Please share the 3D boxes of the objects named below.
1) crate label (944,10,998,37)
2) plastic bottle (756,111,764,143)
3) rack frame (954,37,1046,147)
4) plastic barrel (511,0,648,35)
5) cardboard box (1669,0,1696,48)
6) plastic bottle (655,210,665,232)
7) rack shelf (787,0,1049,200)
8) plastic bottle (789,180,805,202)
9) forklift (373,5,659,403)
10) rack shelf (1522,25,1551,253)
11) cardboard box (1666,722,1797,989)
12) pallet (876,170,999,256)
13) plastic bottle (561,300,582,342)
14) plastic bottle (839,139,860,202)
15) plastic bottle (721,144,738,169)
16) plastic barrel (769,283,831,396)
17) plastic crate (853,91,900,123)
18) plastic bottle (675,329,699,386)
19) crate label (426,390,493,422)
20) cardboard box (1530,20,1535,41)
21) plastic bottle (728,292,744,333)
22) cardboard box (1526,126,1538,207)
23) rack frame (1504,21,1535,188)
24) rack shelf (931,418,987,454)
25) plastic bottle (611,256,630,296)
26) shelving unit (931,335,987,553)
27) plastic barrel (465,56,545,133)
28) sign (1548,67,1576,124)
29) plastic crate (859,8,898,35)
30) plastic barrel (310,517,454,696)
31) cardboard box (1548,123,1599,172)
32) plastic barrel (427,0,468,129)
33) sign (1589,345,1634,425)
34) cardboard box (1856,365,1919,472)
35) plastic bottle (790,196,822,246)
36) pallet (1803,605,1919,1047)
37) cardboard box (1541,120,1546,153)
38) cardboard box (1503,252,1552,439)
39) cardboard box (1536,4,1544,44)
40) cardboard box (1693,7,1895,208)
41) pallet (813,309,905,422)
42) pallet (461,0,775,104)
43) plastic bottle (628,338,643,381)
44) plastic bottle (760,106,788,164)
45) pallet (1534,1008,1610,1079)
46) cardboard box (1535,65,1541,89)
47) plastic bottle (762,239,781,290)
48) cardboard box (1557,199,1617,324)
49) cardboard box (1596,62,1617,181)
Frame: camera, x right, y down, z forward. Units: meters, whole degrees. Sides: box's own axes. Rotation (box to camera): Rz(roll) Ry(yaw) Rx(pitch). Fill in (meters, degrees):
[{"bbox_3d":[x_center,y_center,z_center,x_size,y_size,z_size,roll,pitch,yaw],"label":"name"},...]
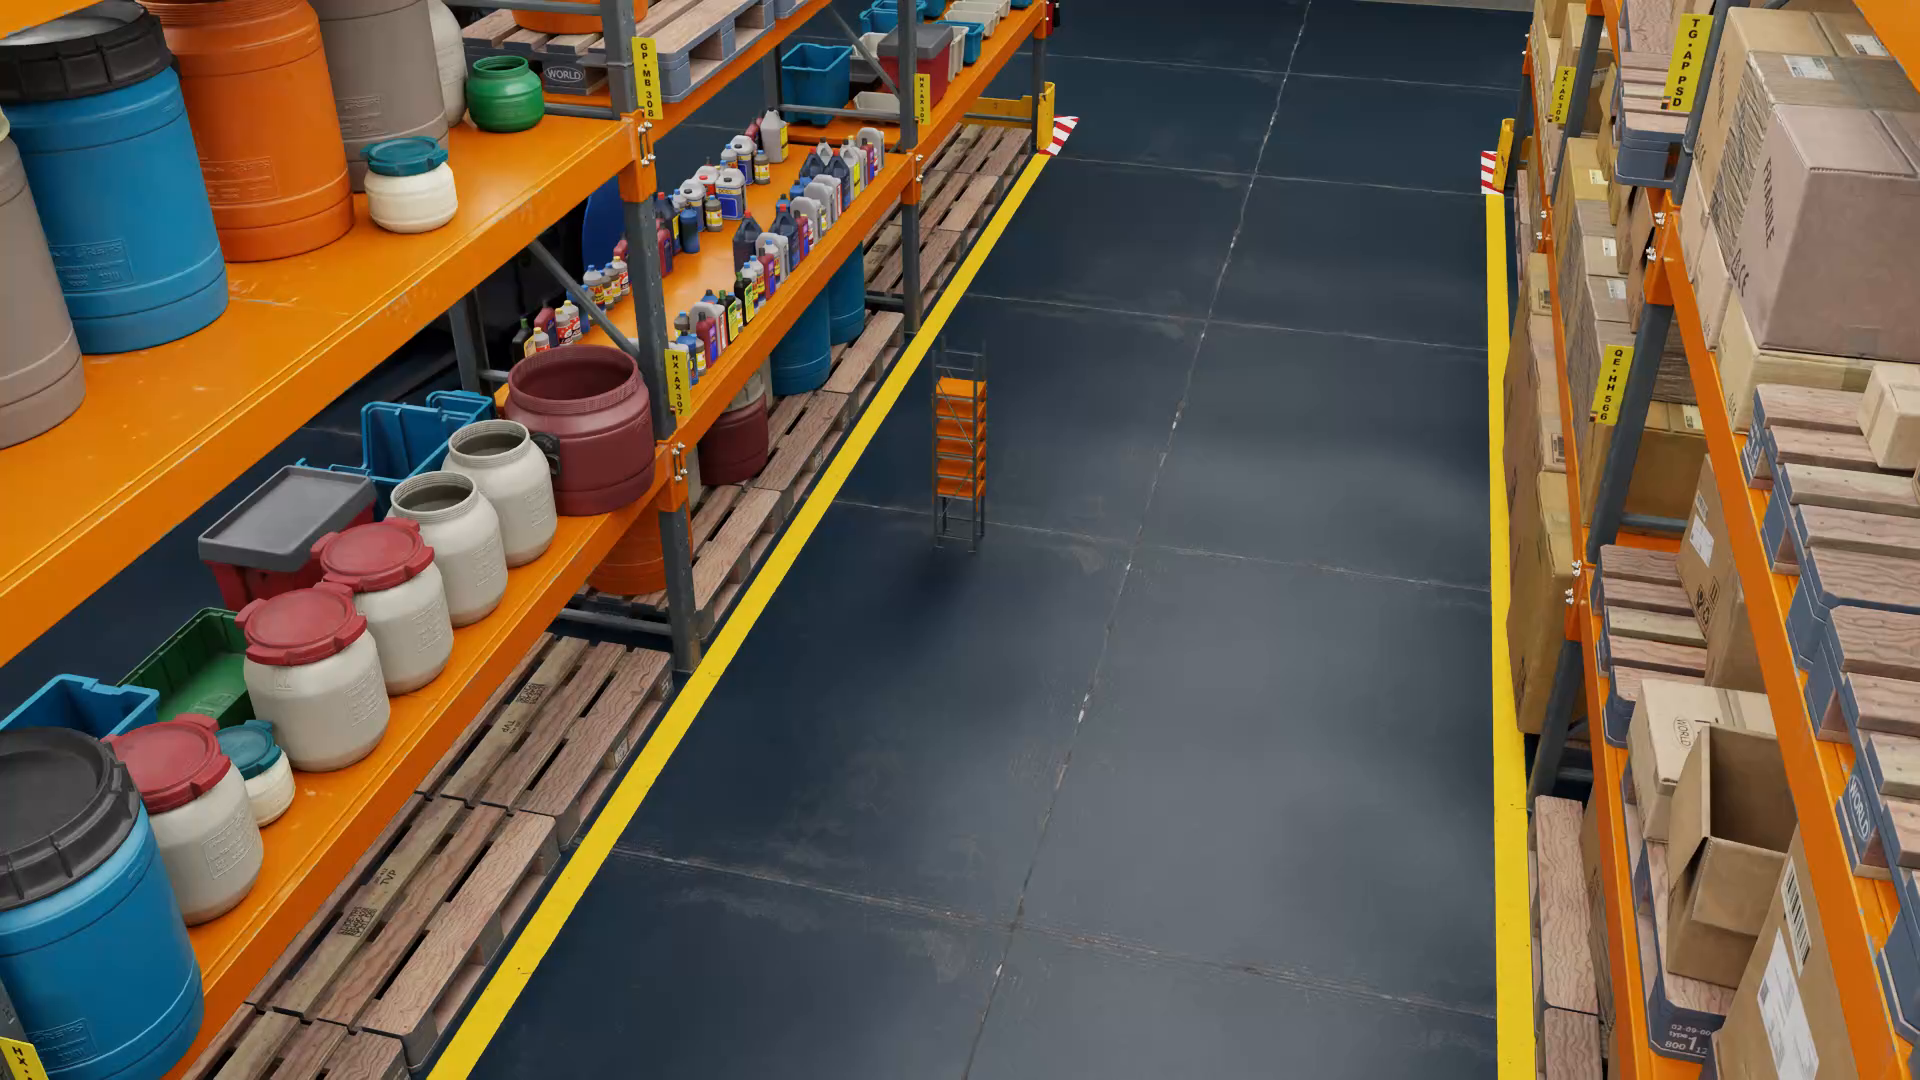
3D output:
[{"bbox_3d":[0.077,-4.019,12.966,0.396,0.136,0.243,8,33,12],"label":"crate label"},{"bbox_3d":[-1.278,-2.592,10.640,0.061,0.283,0.133,8,33,12],"label":"plastic bottle"},{"bbox_3d":[0.243,-4.849,14.082,1.000,3.000,0.127,8,33,12],"label":"rack frame"},{"bbox_3d":[-1.640,-2.616,6.982,0.600,0.830,0.708,8,33,12],"label":"plastic barrel"},{"bbox_3d":[3.223,-2.295,6.783,0.500,0.500,0.500,10,34,15],"label":"cardboard box"},{"bbox_3d":[-1.667,-1.666,9.184,0.061,0.283,0.133,8,33,12],"label":"plastic bottle"},{"bbox_3d":[-0.264,-3.508,12.642,1.077,0.370,4.000,8,33,12],"label":"rack shelf"},{"bbox_3d":[-0.939,-1.957,9.652,0.097,0.271,0.097,0,32,0],"label":"plastic bottle"},{"bbox_3d":[-3.230,-2.660,10.702,1.130,2.935,3.031,13,35,20],"label":"forklift"},{"bbox_3d":[4.526,-2.833,11.581,1.077,0.370,4.000,8,33,12],"label":"rack shelf"},{"bbox_3d":[2.339,0.919,4.520,0.797,0.503,0.637,11,34,17],"label":"cardboard box"},{"bbox_3d":[-0.315,-2.619,13.172,1.003,0.211,1.213,8,33,12],"label":"pallet"},{"bbox_3d":[-1.967,-1.109,8.384,0.097,0.201,0.097,0,32,0],"label":"plastic bottle"},{"bbox_3d":[-0.689,-2.231,10.009,0.144,0.351,0.185,8,33,12],"label":"plastic bottle"},{"bbox_3d":[-1.407,-2.284,10.167,0.097,0.271,0.097,0,32,0],"label":"plastic bottle"},{"bbox_3d":[-1.106,-1.418,10.248,0.600,0.901,0.708,8,33,12],"label":"plastic barrel"},{"bbox_3d":[-0.516,-2.909,11.220,0.396,0.136,0.243,8,33,12],"label":"plastic crate"},{"bbox_3d":[-1.309,-0.880,7.959,0.097,0.271,0.097,0,32,0],"label":"plastic bottle"},{"bbox_3d":[-2.256,-0.459,7.333,0.303,0.233,0.416,8,33,12],"label":"crate label"},{"bbox_3d":[4.625,-3.929,12.869,0.380,0.149,0.250,8,33,13],"label":"cardboard box"},{"bbox_3d":[-1.157,-1.160,8.464,0.097,0.201,0.097,0,32,0],"label":"plastic bottle"},{"bbox_3d":[4.949,-3.112,12.939,0.875,0.875,0.875,8,33,12],"label":"cardboard box"},{"bbox_3d":[5.034,-4.175,13.021,1.000,3.000,0.127,8,33,12],"label":"rack frame"},{"bbox_3d":[-0.004,-0.563,8.876,0.258,0.103,0.180,8,33,12],"label":"rack shelf"},{"bbox_3d":[-1.819,-1.413,8.861,0.097,0.201,0.097,0,32,0],"label":"plastic bottle"},{"bbox_3d":[-0.004,-0.499,8.916,0.258,1.200,0.189,8,33,12],"label":"shelving unit"},{"bbox_3d":[-1.800,-1.763,6.576,0.294,0.245,0.294,0,32,0],"label":"plastic barrel"},{"bbox_3d":[3.482,-2.573,9.620,0.100,0.325,0.005,8,33,12],"label":"sign"},{"bbox_3d":[-0.548,-3.881,12.660,0.416,0.233,0.300,8,33,12],"label":"plastic crate"},{"bbox_3d":[-2.051,0.249,5.936,0.433,0.535,0.433,0,32,0],"label":"plastic barrel"},{"bbox_3d":[3.877,-2.426,10.133,0.500,0.250,0.500,7,33,11],"label":"cardboard box"},{"bbox_3d":[-2.162,-1.891,6.529,0.421,0.512,0.421,0,32,0],"label":"plastic barrel"},{"bbox_3d":[2.466,-0.586,6.296,0.100,0.325,0.005,8,33,12],"label":"sign"},{"bbox_3d":[2.368,-0.279,3.923,0.380,0.166,0.250,7,33,11],"label":"cardboard box"},{"bbox_3d":[-0.873,-1.831,9.450,0.152,0.276,0.135,8,33,12],"label":"plastic bottle"},{"bbox_3d":[2.248,0.560,2.952,1.213,0.211,1.003,8,33,12],"label":"pallet"},{"bbox_3d":[3.975,-2.596,10.772,0.380,0.149,0.250,9,33,13],"label":"cardboard box"},{"bbox_3d":[3.876,-1.045,9.686,1.225,0.875,0.875,8,33,13],"label":"cardboard box"},{"bbox_3d":[4.526,-3.754,12.222,0.500,0.250,0.500,8,33,12],"label":"cardboard box"},{"bbox_3d":[2.636,-1.333,5.196,0.500,0.500,0.500,8,33,13],"label":"cardboard box"},{"bbox_3d":[-1.008,-1.202,10.944,1.003,0.211,1.213,8,33,12],"label":"pallet"},{"bbox_3d":[-1.498,-2.267,7.401,1.003,0.211,1.213,8,33,12],"label":"pallet"},{"bbox_3d":[-1.512,-0.847,7.901,0.152,0.276,0.135,8,33,12],"label":"plastic bottle"},{"bbox_3d":[-1.185,-2.593,10.579,0.144,0.351,0.185,8,33,12],"label":"plastic bottle"},{"bbox_3d":[2.492,2.190,5.608,1.003,0.211,1.213,8,33,12],"label":"pallet"},{"bbox_3d":[4.301,-3.262,11.819,0.380,0.149,0.250,8,33,12],"label":"cardboard box"},{"bbox_3d":[-1.016,-1.480,8.901,0.097,0.271,0.097,0,32,0],"label":"plastic bottle"},{"bbox_3d":[3.406,-1.416,8.588,0.500,0.500,0.500,7,33,11],"label":"cardboard box"},{"bbox_3d":[3.865,-2.232,8.937,0.797,0.503,0.637,7,33,11],"label":"cardboard box"}]
